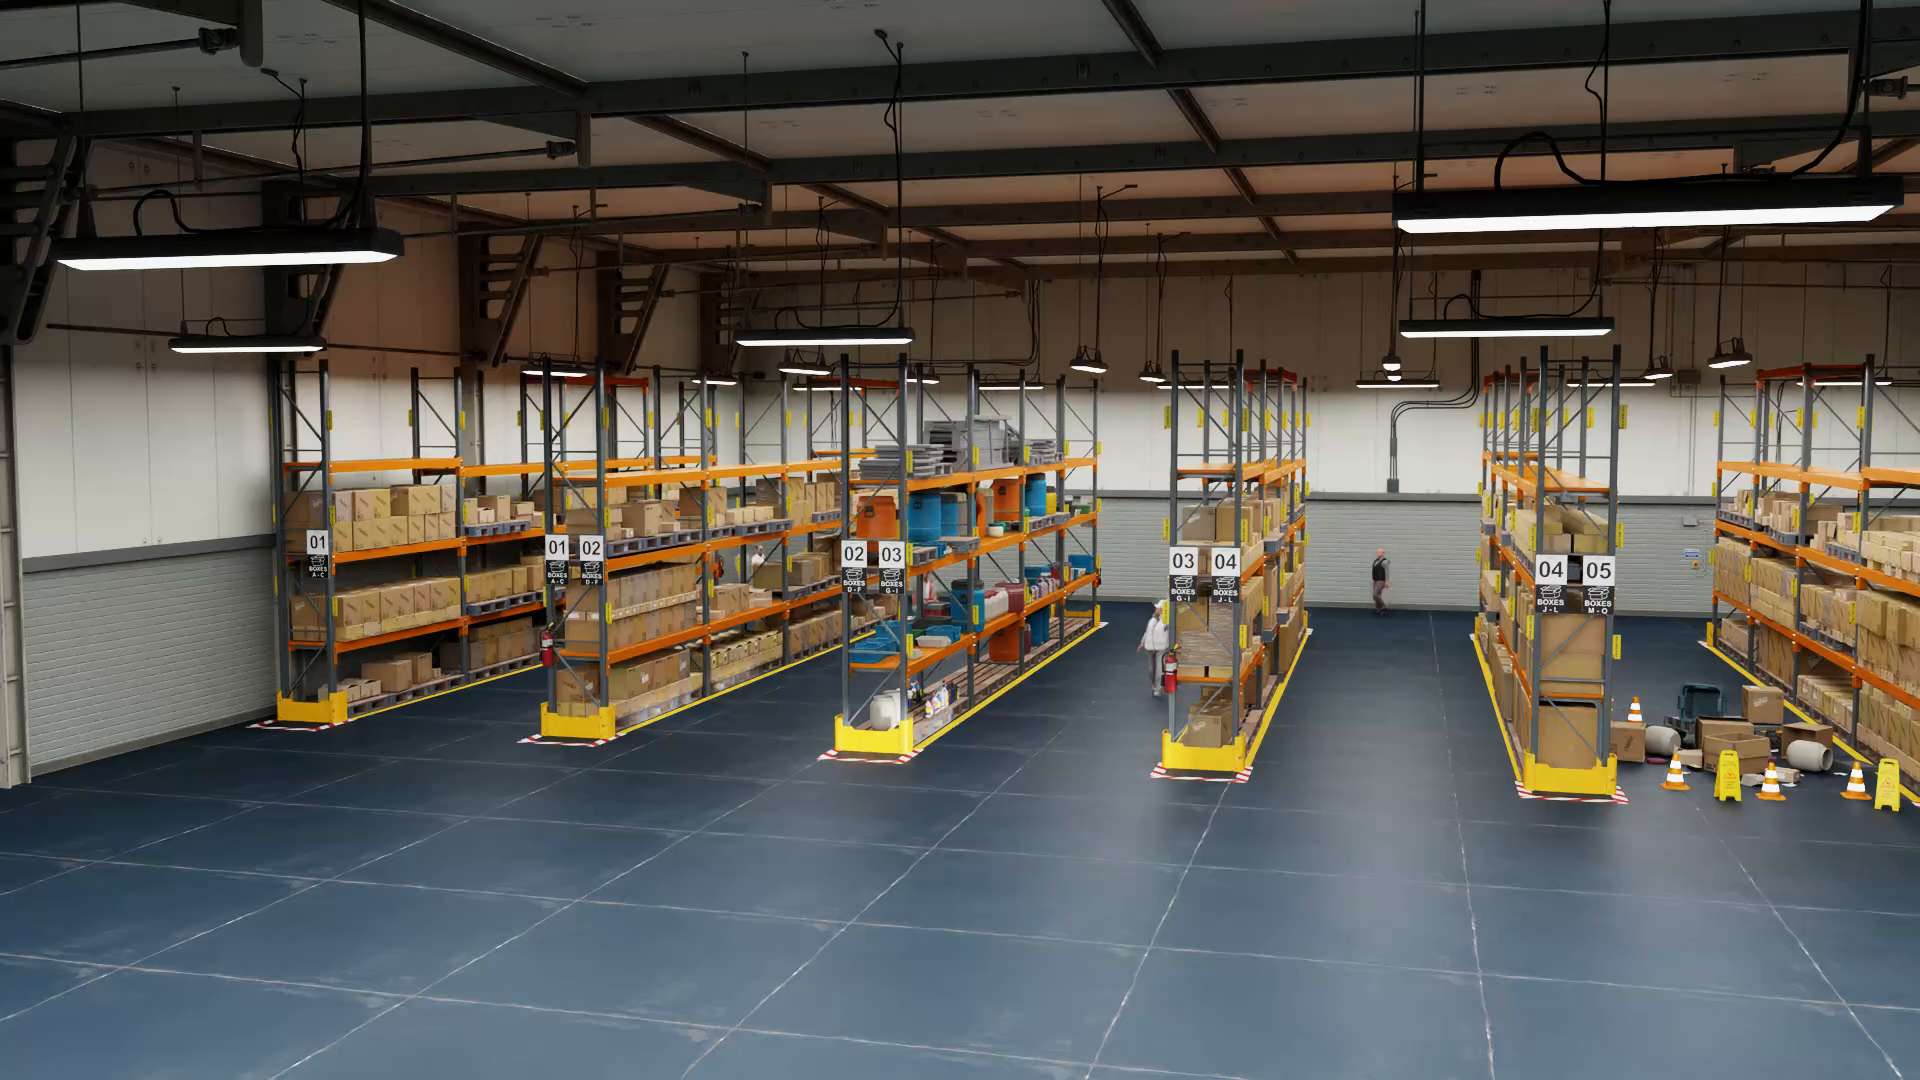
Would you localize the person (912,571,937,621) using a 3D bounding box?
[{"bbox_3d":[-0.792,1.483,36.590,0.611,1.735,1.051,1,4,13],"label":"person"}]

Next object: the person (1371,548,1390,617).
[{"bbox_3d":[10.688,1.087,42.475,0.454,1.751,0.524,-1,4,-9],"label":"person"}]

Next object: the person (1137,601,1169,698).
[{"bbox_3d":[3.565,1.974,30.234,0.666,1.727,1.012,1,4,19],"label":"person"}]

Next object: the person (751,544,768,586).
[{"bbox_3d":[-5.207,0.965,43.862,0.981,1.721,0.627,1,4,15],"label":"person"}]
